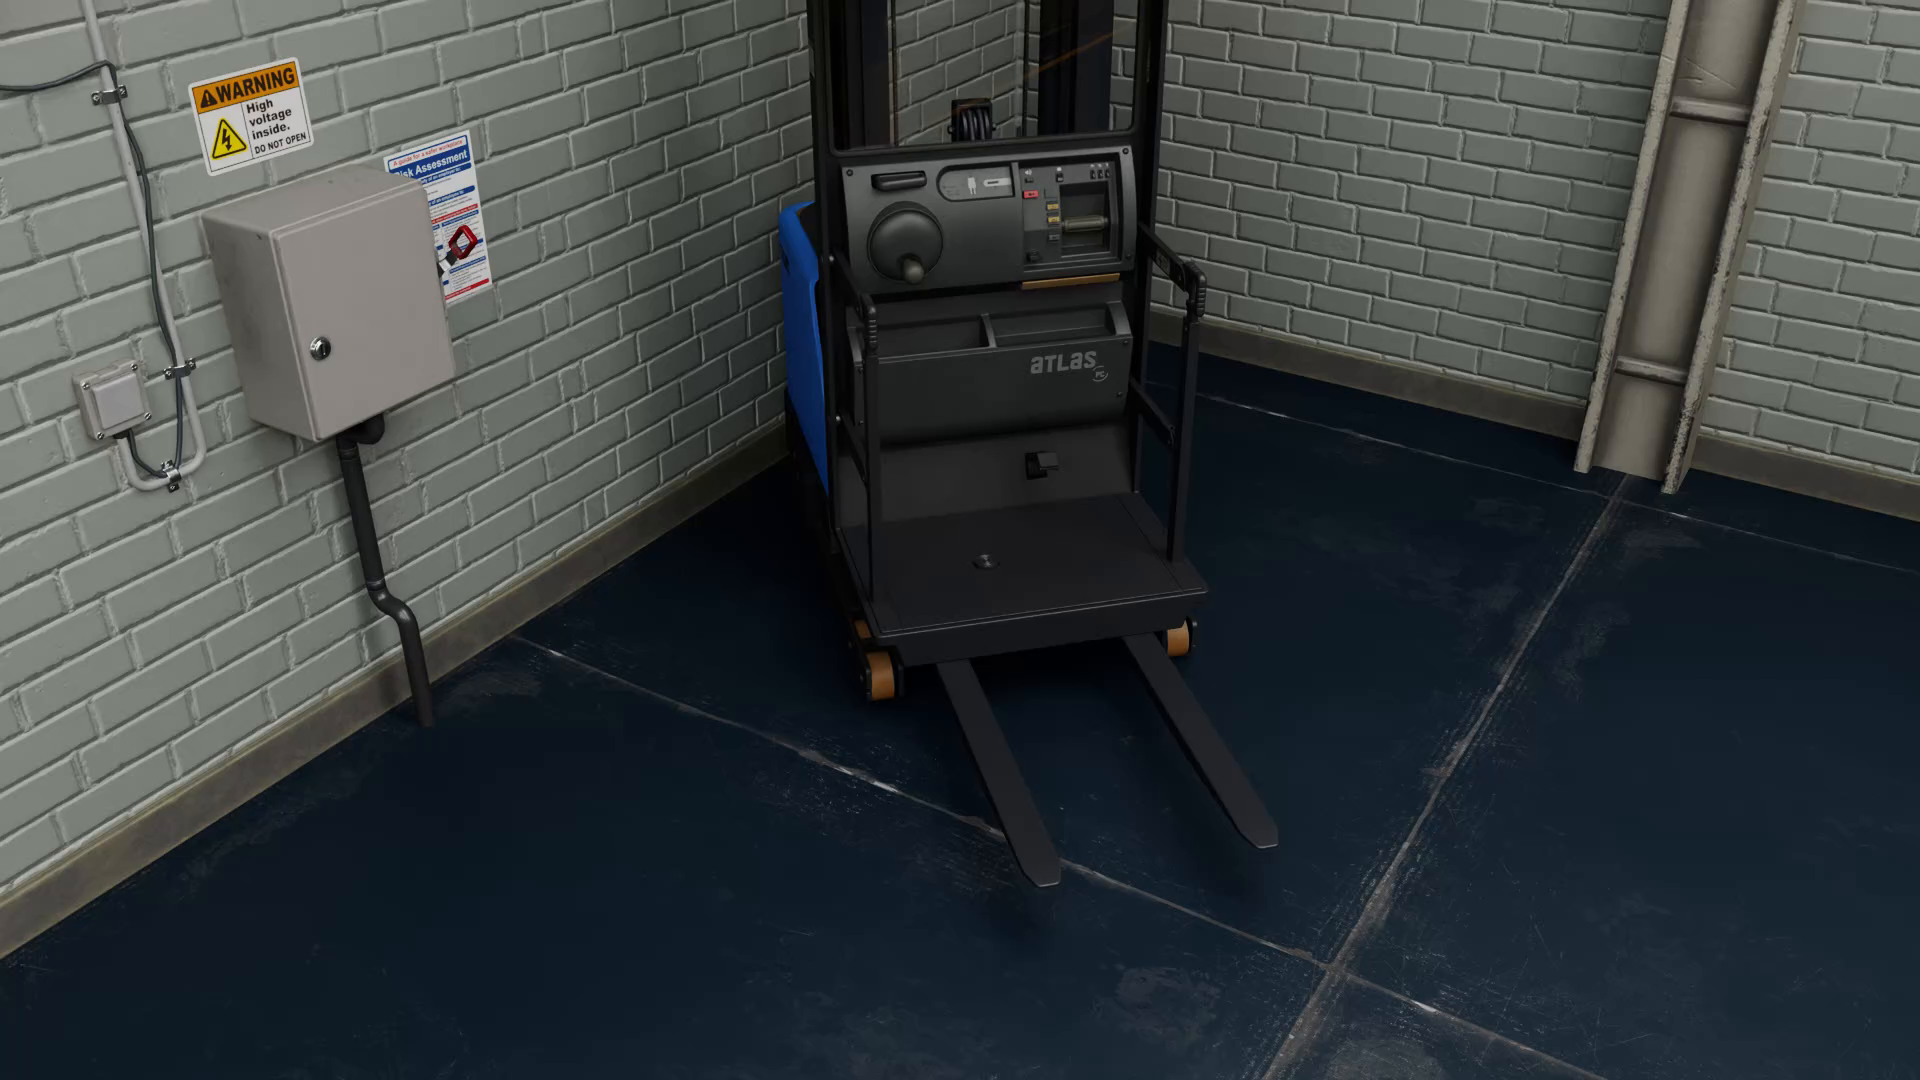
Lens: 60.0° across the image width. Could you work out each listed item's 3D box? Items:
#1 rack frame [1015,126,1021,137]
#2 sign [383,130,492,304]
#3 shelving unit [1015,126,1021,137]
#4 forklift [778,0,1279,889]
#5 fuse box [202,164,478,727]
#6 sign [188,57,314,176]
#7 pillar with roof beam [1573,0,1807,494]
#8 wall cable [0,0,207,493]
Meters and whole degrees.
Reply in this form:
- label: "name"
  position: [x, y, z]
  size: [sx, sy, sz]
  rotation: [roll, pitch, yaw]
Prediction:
- label: "rack frame"
  position: [0.165, -1.117, 6.973]
  size: [0.015, 1.200, 0.240]
  rotation: [23, 37, 34]
- label: "sign"
  position: [-1.561, -0.949, 4.995]
  size: [0.001, 0.494, 0.329]
  rotation: [18, 35, 27]
- label: "shelving unit"
  position: [0.352, -1.038, 6.838]
  size: [0.503, 1.200, 0.258]
  rotation: [23, 37, 34]
- label: "forklift"
  position: [0.153, -0.961, 4.988]
  size: [1.130, 2.935, 3.031]
  rotation: [-7, 31, -12]
- label: "fuse box"
  position: [-1.648, -0.167, 4.839]
  size: [0.414, 1.711, 0.539]
  rotation: [18, 35, 27]
- label: "sign"
  position: [-1.853, -1.113, 4.361]
  size: [0.001, 0.242, 0.339]
  rotation: [18, 35, 27]
- label: "pillar with roof beam"
  position: [0.442, -2.346, 1.342]
  size: [0.400, 9.000, 9.100]
  rotation: [18, 35, 27]
- label: "wall cable"
  position: [-2.144, -0.914, 3.831]
  size: [0.122, 1.984, 0.588]
  rotation: [18, 35, 27]
